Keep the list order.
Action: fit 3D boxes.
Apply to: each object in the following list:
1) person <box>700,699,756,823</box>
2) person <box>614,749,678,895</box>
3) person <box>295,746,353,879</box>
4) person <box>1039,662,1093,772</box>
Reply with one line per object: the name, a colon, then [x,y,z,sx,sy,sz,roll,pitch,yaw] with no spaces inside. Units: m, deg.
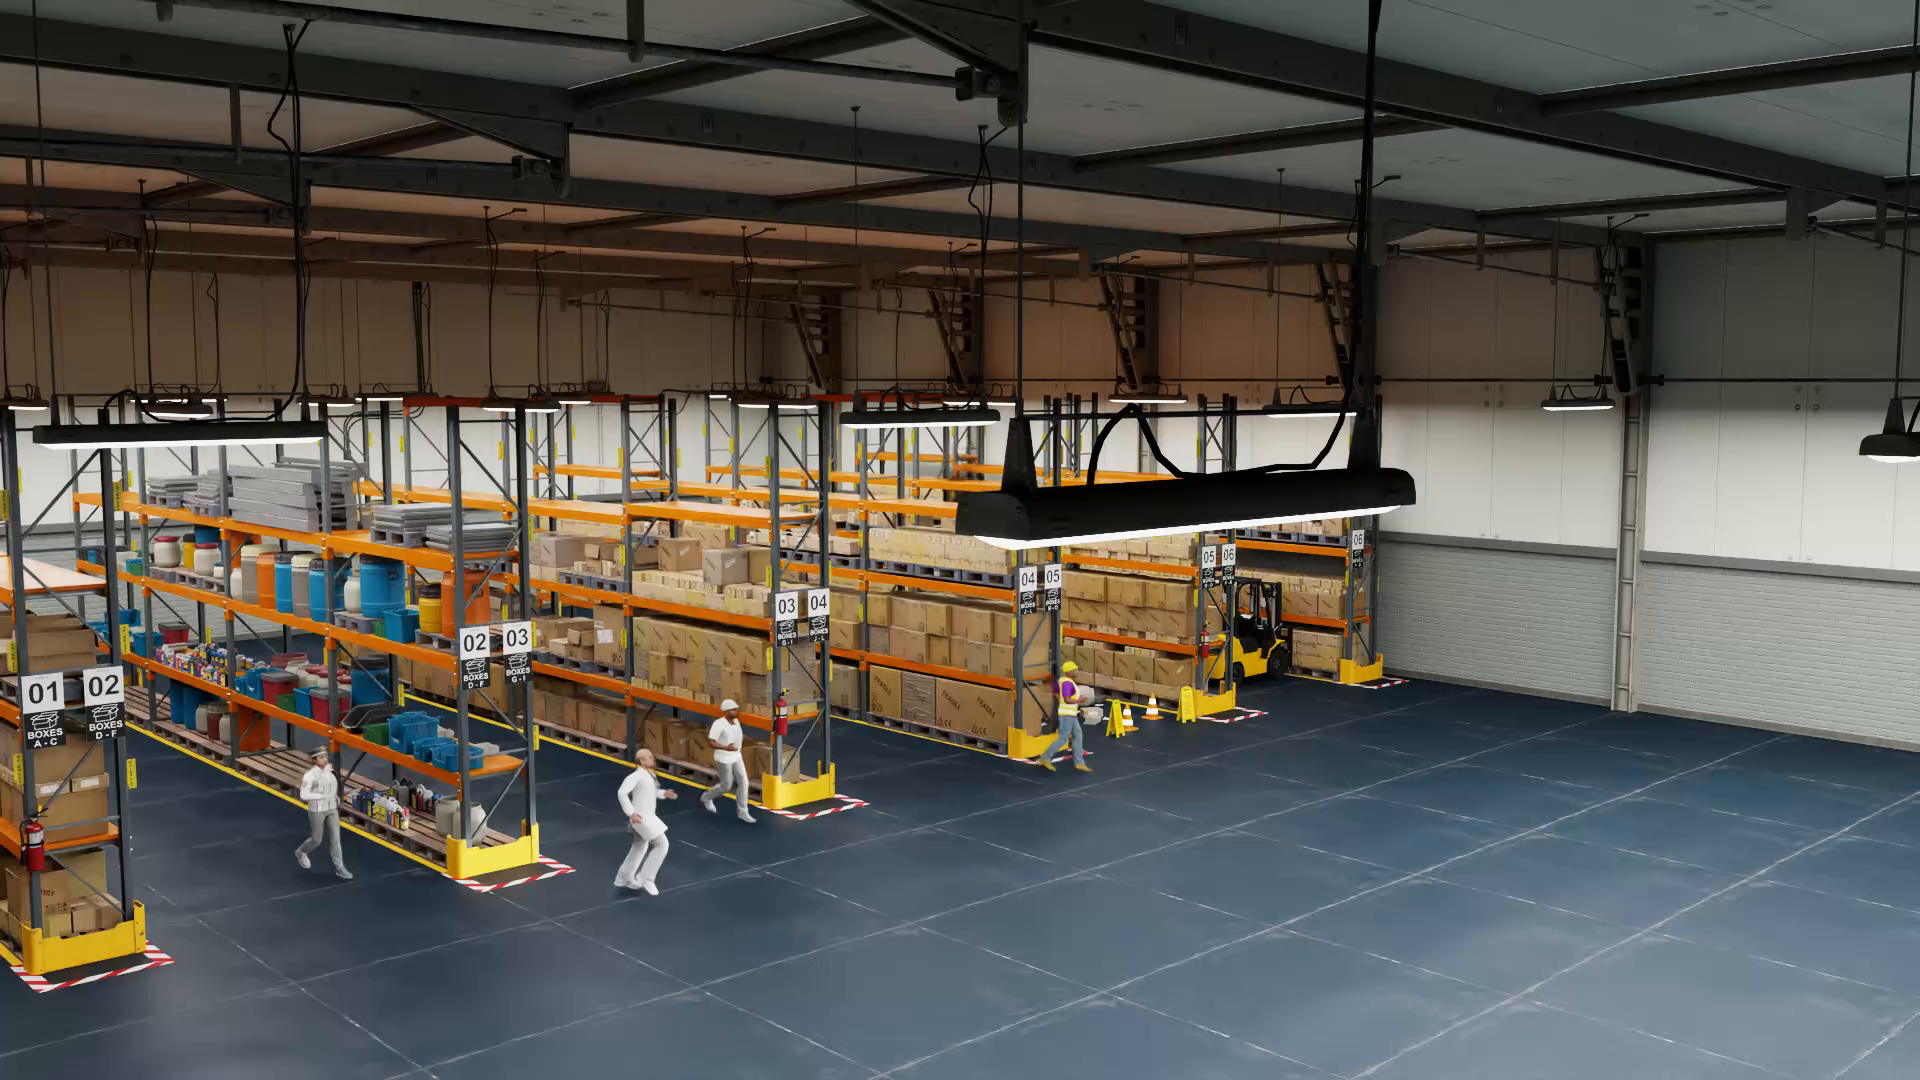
person: [-3.328,3.156,23.863,0.882,1.766,0.735,3,6,30]
person: [-3.890,3.477,20.557,0.802,1.816,0.694,-1,6,-8]
person: [-8.064,3.420,21.063,0.958,1.667,0.617,3,6,31]
person: [1.718,2.854,26.829,0.880,1.791,0.704,0,6,4]
